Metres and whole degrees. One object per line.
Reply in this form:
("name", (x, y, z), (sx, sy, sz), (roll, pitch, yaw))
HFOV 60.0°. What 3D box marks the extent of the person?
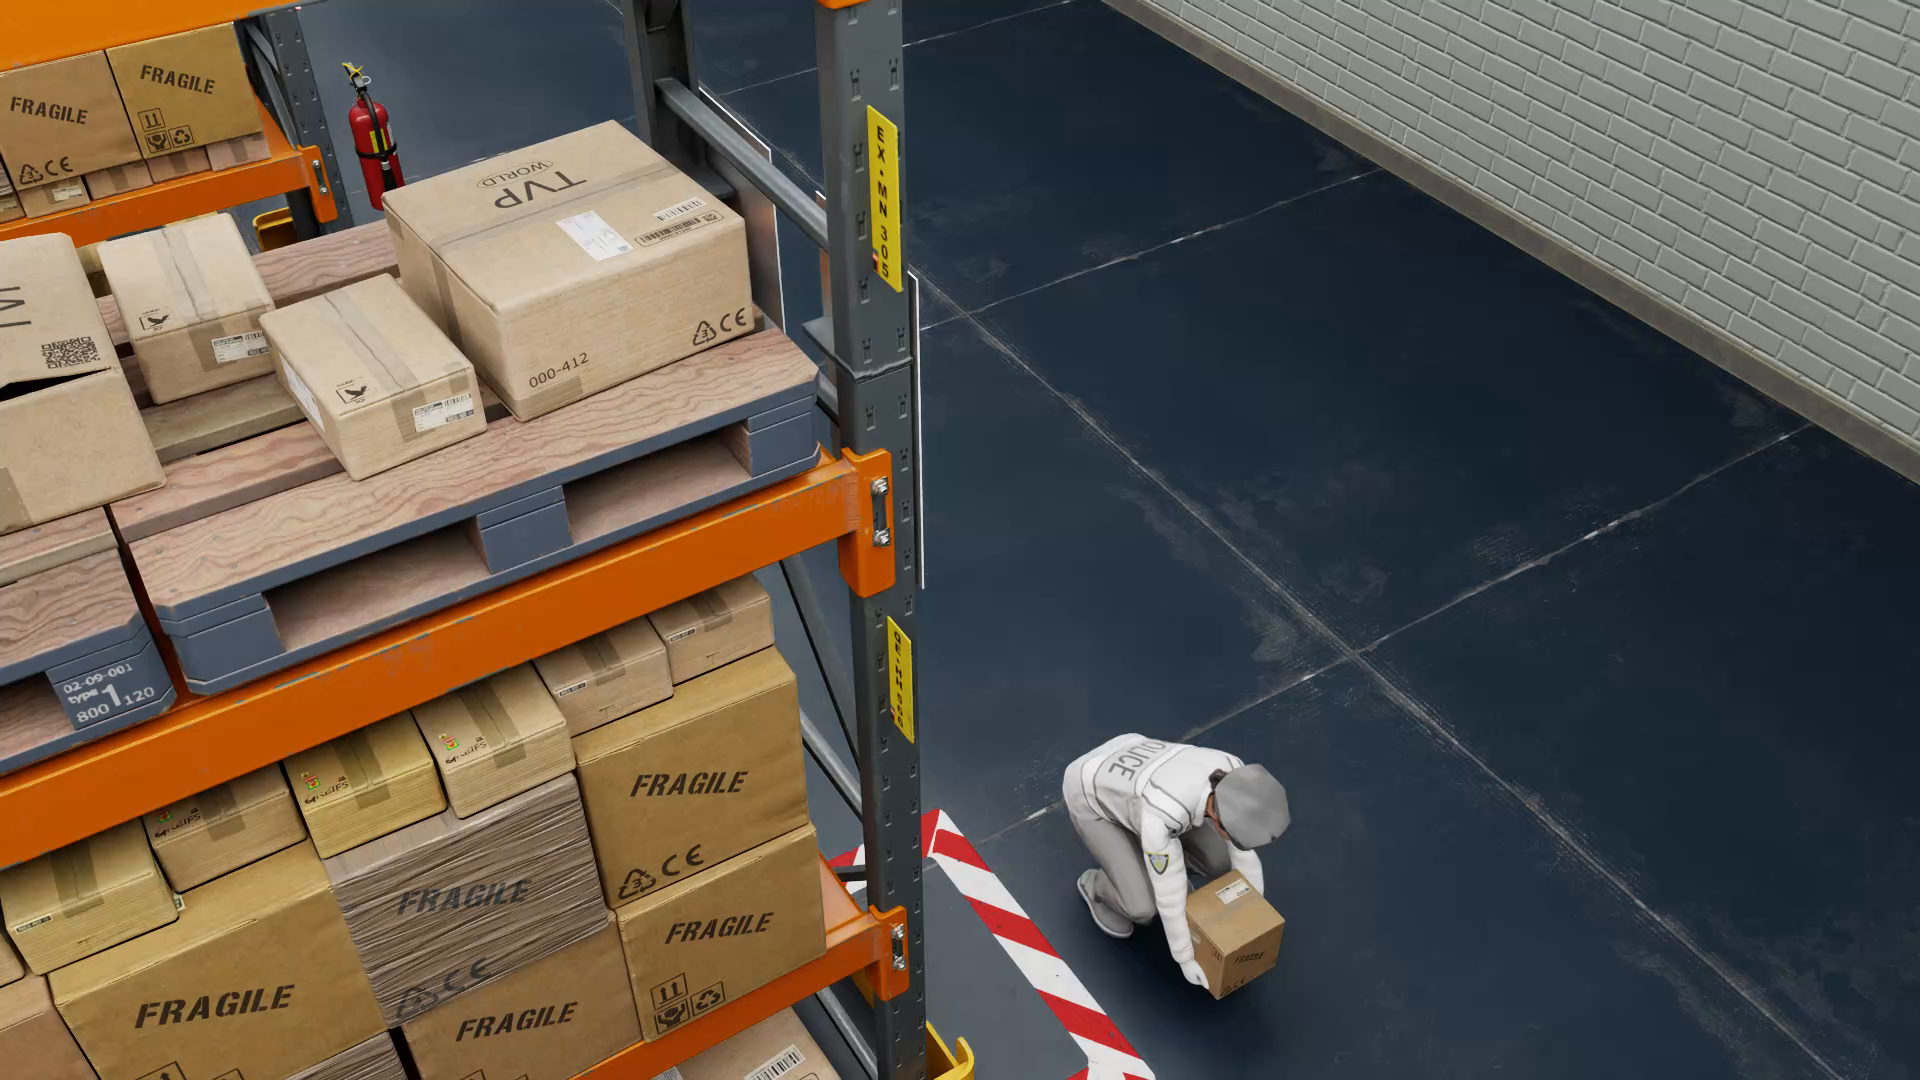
("person", (0.705, 0.984, 5.556), (0.462, 0.983, 0.842), (-24, 46, -25))
